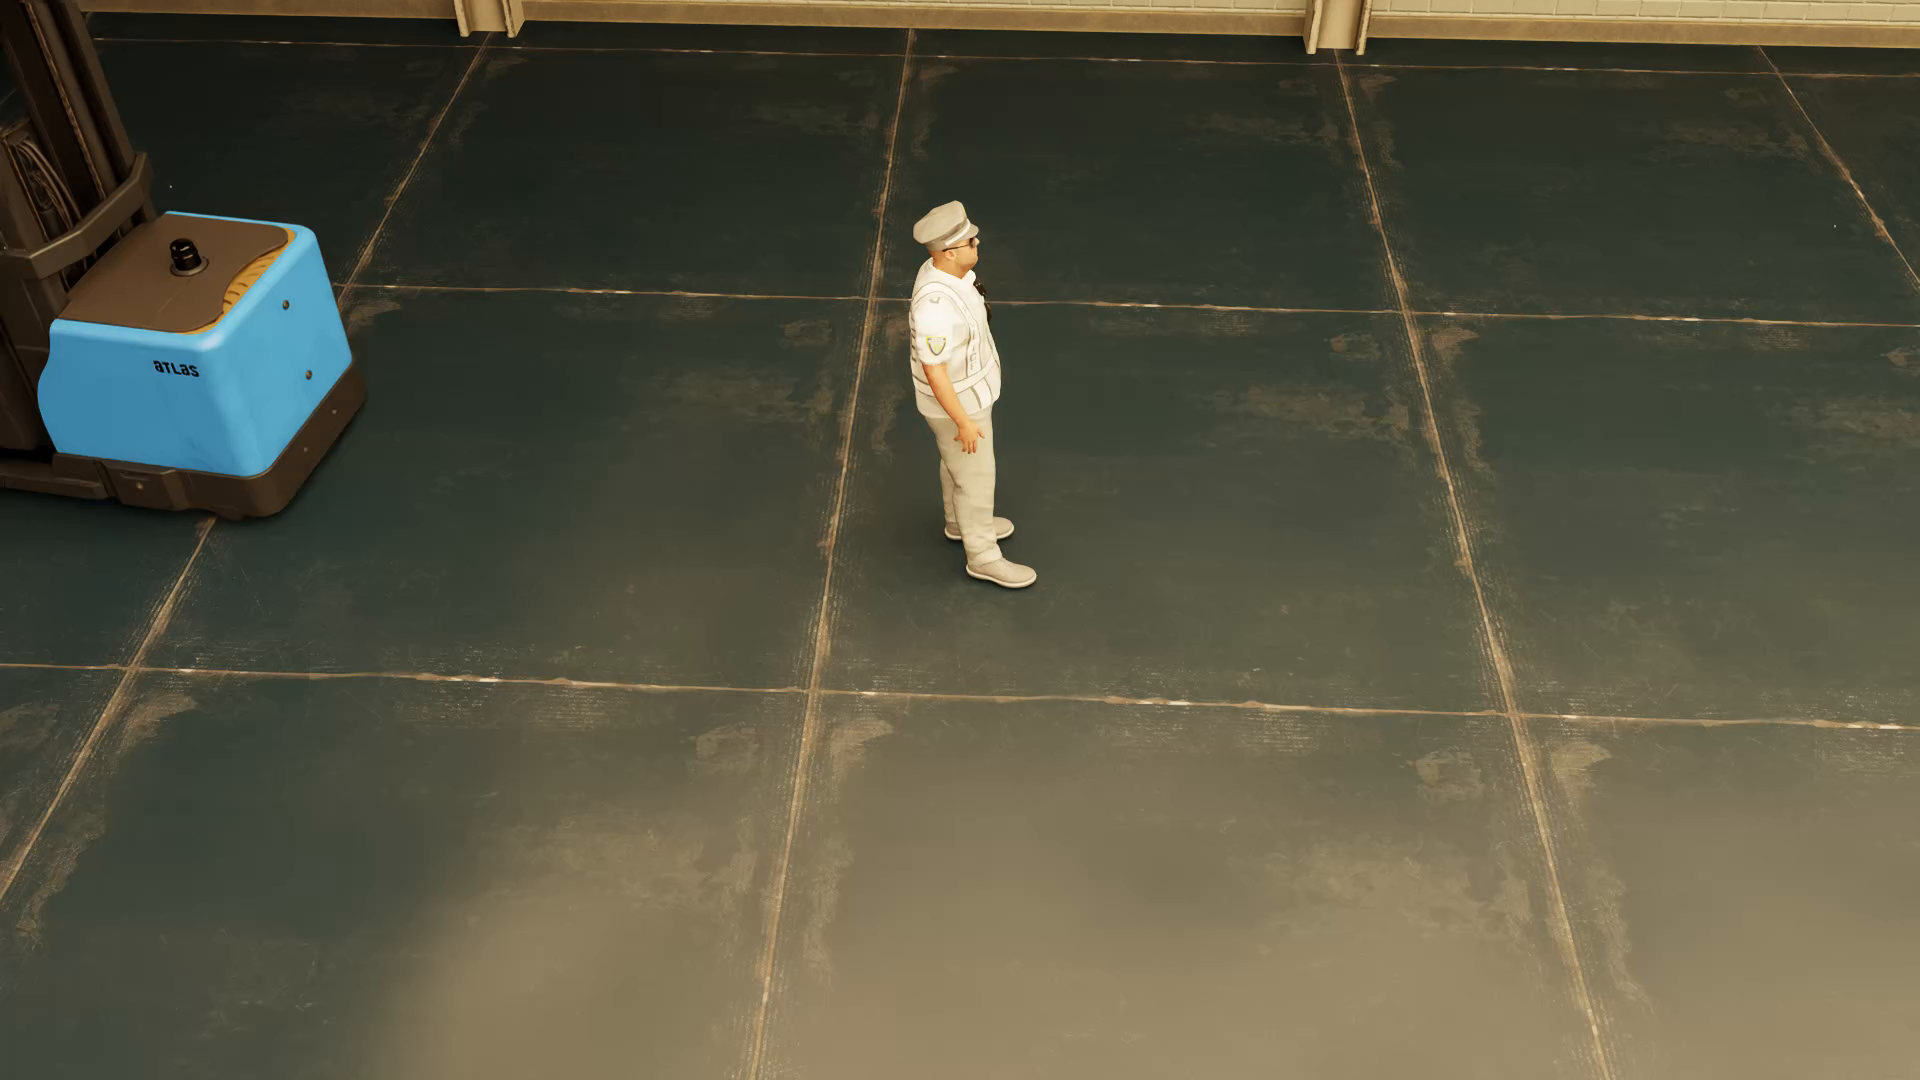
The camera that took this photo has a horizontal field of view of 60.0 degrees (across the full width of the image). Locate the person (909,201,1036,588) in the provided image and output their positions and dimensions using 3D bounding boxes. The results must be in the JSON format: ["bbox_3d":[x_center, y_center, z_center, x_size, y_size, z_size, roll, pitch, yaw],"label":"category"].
[{"bbox_3d":[0.077,-0.653,7.299,0.575,1.781,0.640,2,42,2],"label":"person"}]

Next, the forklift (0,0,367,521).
[{"bbox_3d":[-4.644,-1.667,7.569,3.031,2.935,1.130,7,43,8],"label":"forklift"}]
